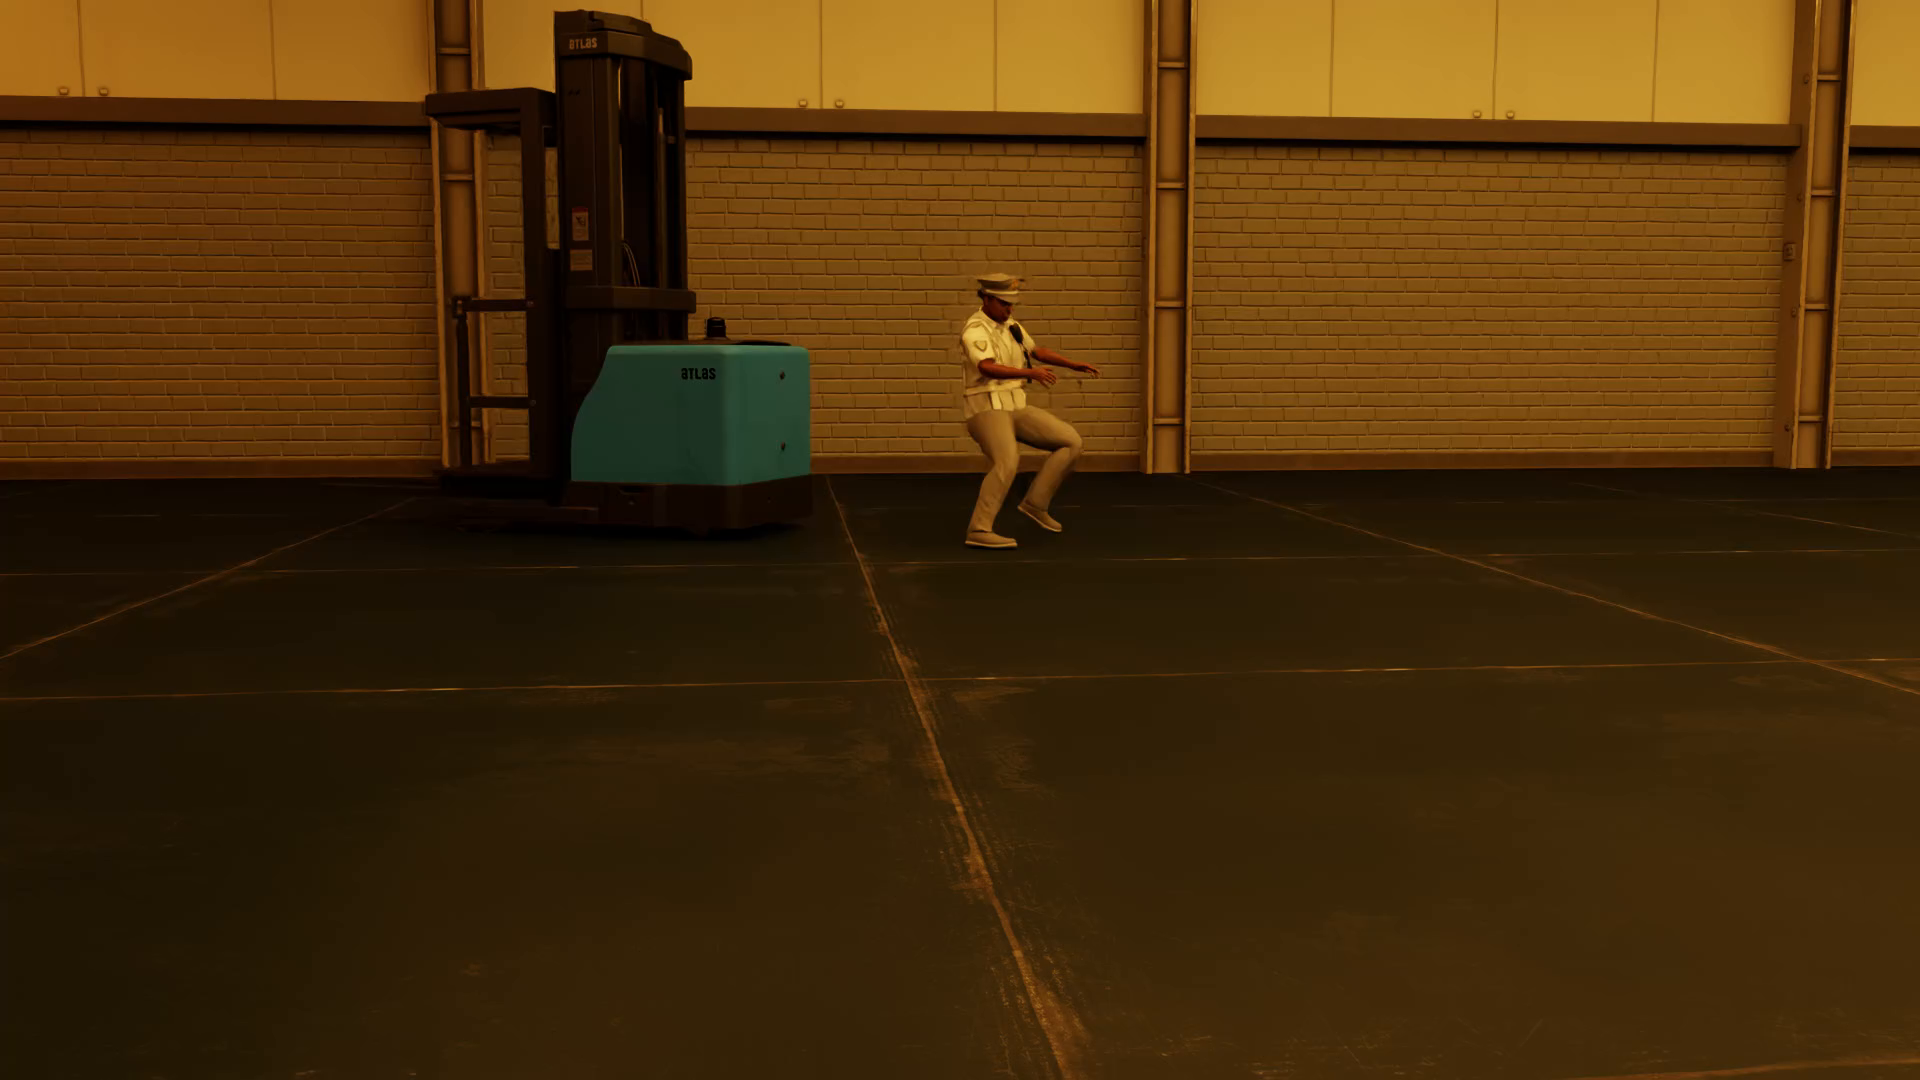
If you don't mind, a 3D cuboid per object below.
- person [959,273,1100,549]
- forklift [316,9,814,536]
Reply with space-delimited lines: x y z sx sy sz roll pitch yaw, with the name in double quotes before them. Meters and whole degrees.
"person" 0.355 -0.718 9.061 0.731 1.463 0.894 5 8 38
"forklift" -2.451 -1.551 9.929 3.031 2.935 1.130 2 7 20
